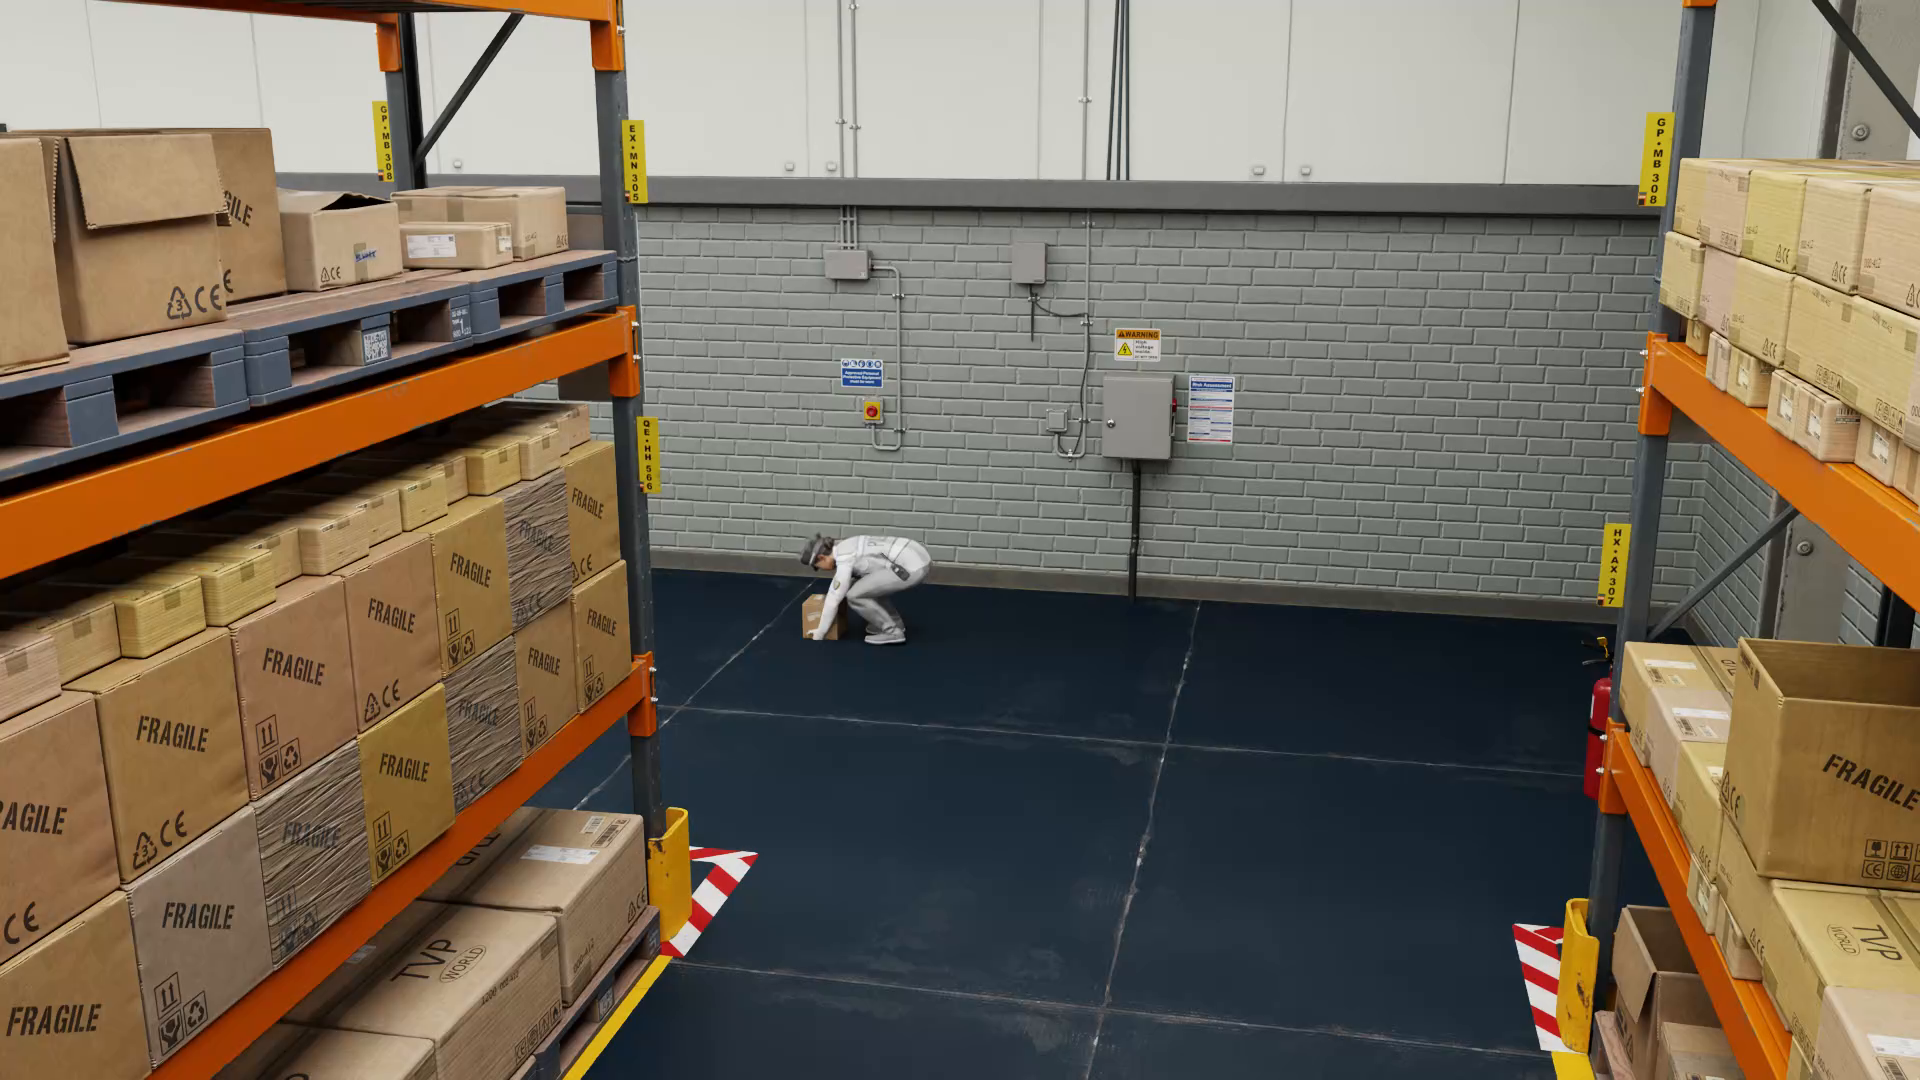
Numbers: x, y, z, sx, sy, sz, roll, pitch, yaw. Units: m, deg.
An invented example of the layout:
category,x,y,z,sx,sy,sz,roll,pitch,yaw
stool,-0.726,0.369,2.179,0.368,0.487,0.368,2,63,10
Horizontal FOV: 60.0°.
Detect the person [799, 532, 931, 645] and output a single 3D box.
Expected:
category,x,y,z,sx,sy,sz,roll,pitch,yaw
person,-0.664,0.329,11.594,0.915,0.762,0.448,3,15,10
